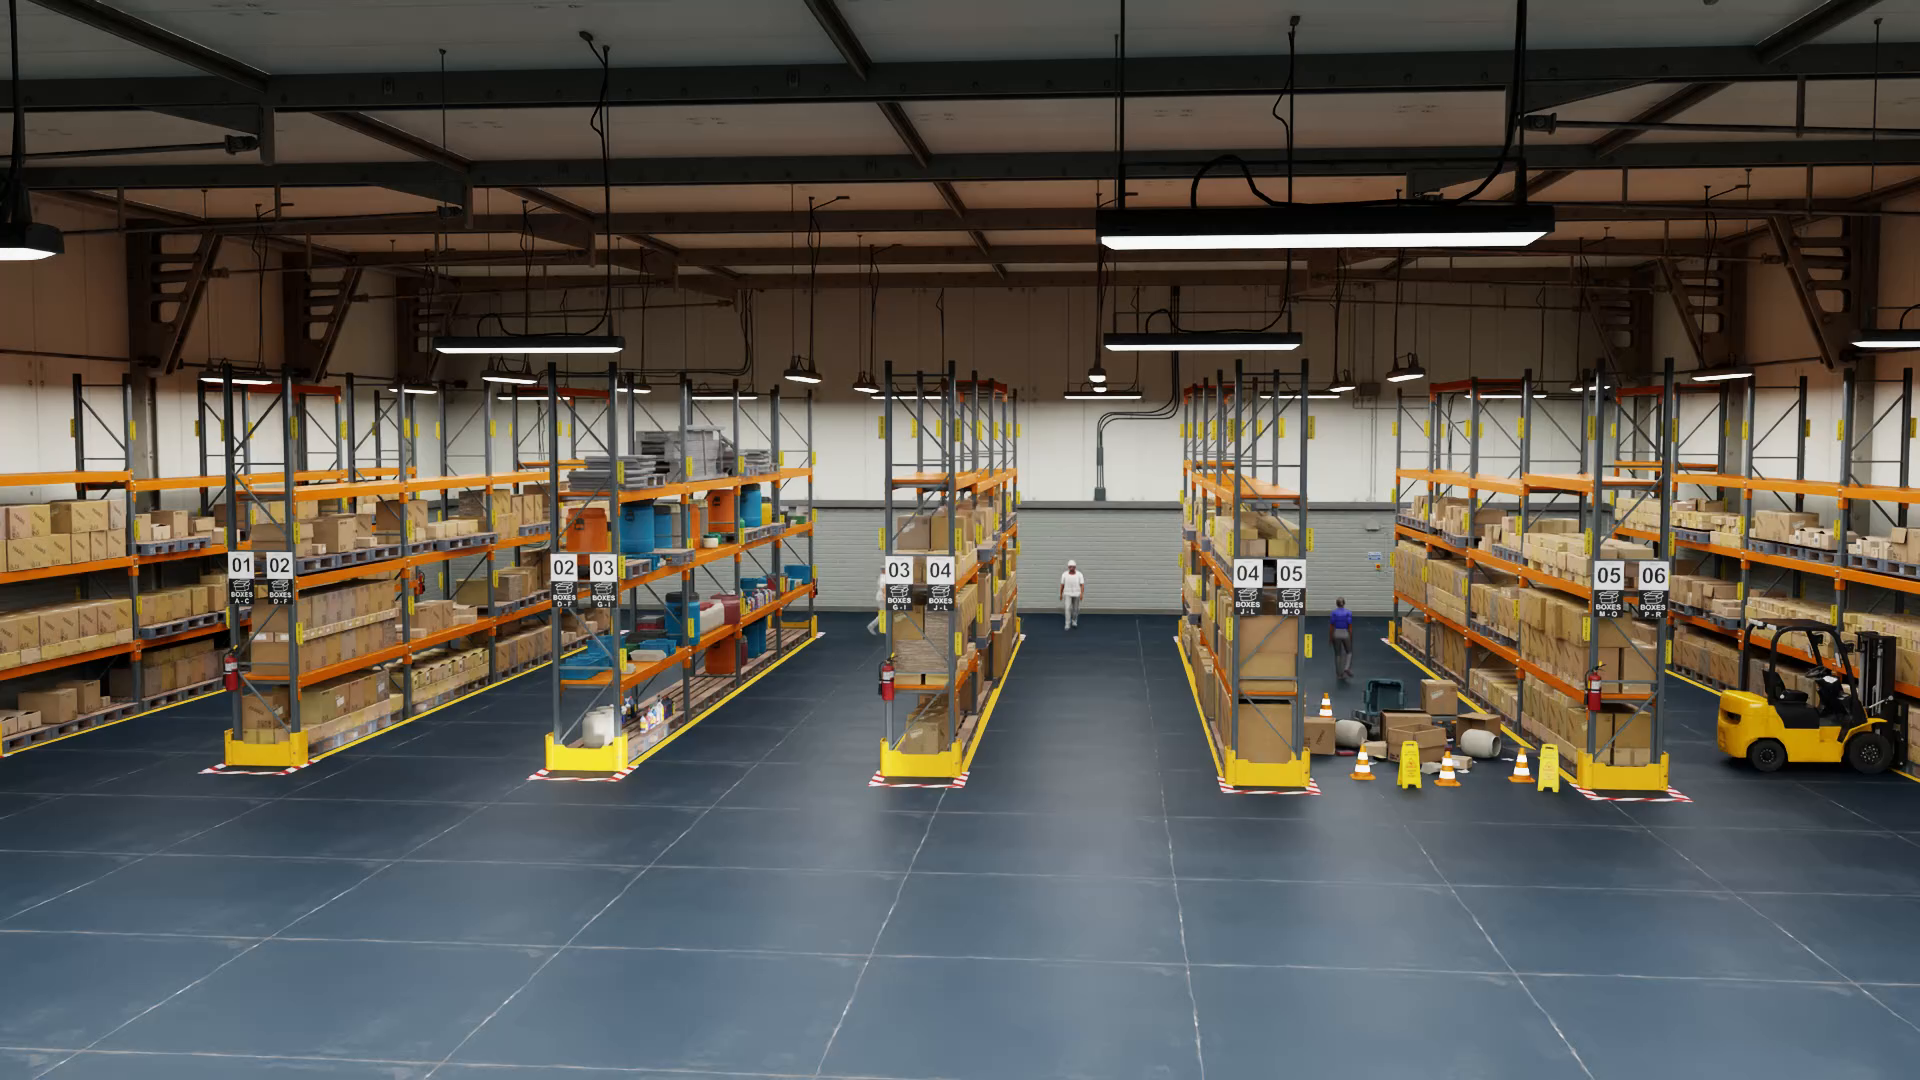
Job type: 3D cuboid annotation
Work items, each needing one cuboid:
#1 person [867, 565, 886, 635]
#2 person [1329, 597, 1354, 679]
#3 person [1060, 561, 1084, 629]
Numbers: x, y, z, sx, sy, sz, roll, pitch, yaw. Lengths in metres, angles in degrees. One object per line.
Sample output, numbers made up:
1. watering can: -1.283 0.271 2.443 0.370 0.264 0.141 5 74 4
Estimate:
1. person: -1.855 1.460 40.421 0.819 1.737 0.579 0 4 -3
2. person: 7.678 1.977 33.469 0.495 1.656 0.459 1 4 9
3. person: 2.825 1.373 41.849 0.606 1.698 1.092 0 4 0
